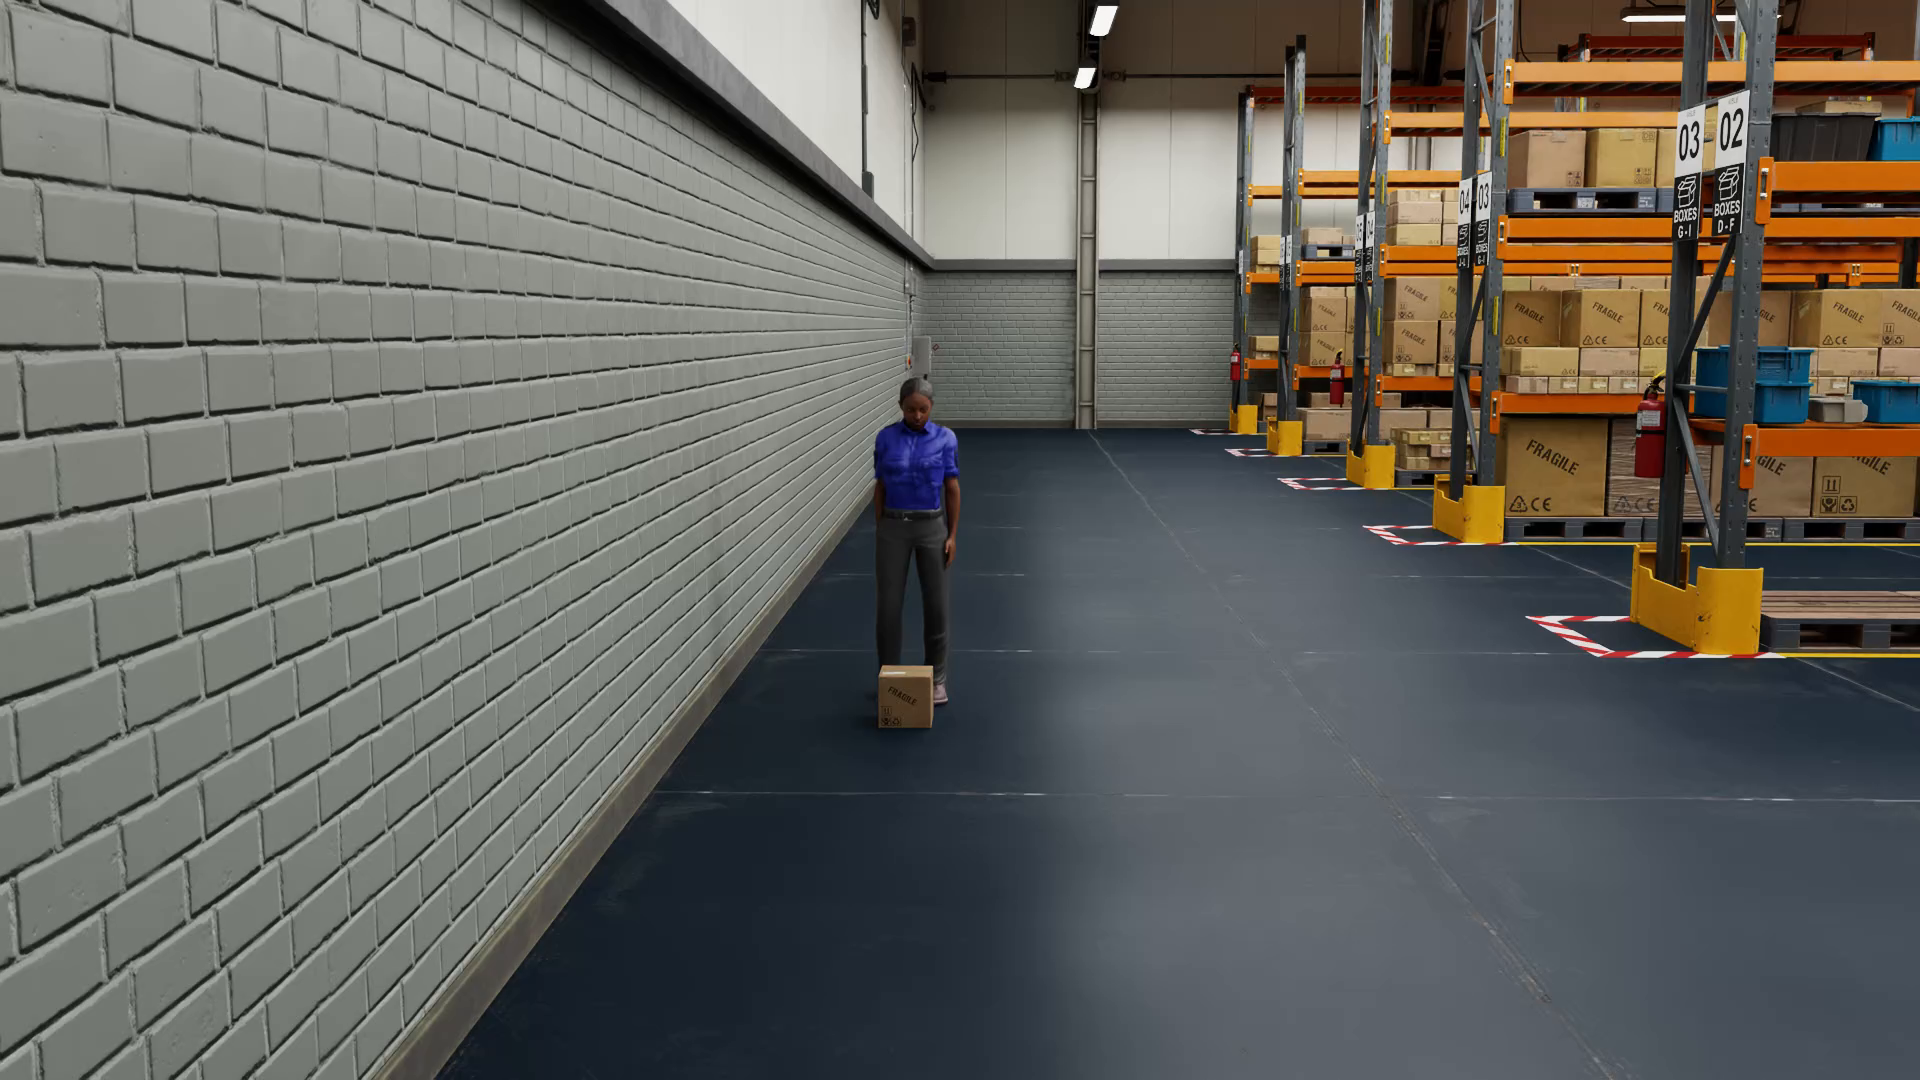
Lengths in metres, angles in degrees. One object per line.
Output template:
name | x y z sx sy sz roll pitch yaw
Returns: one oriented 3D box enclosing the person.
person | -0.216 0.004 8.368 0.443 1.646 0.315 0 7 2
